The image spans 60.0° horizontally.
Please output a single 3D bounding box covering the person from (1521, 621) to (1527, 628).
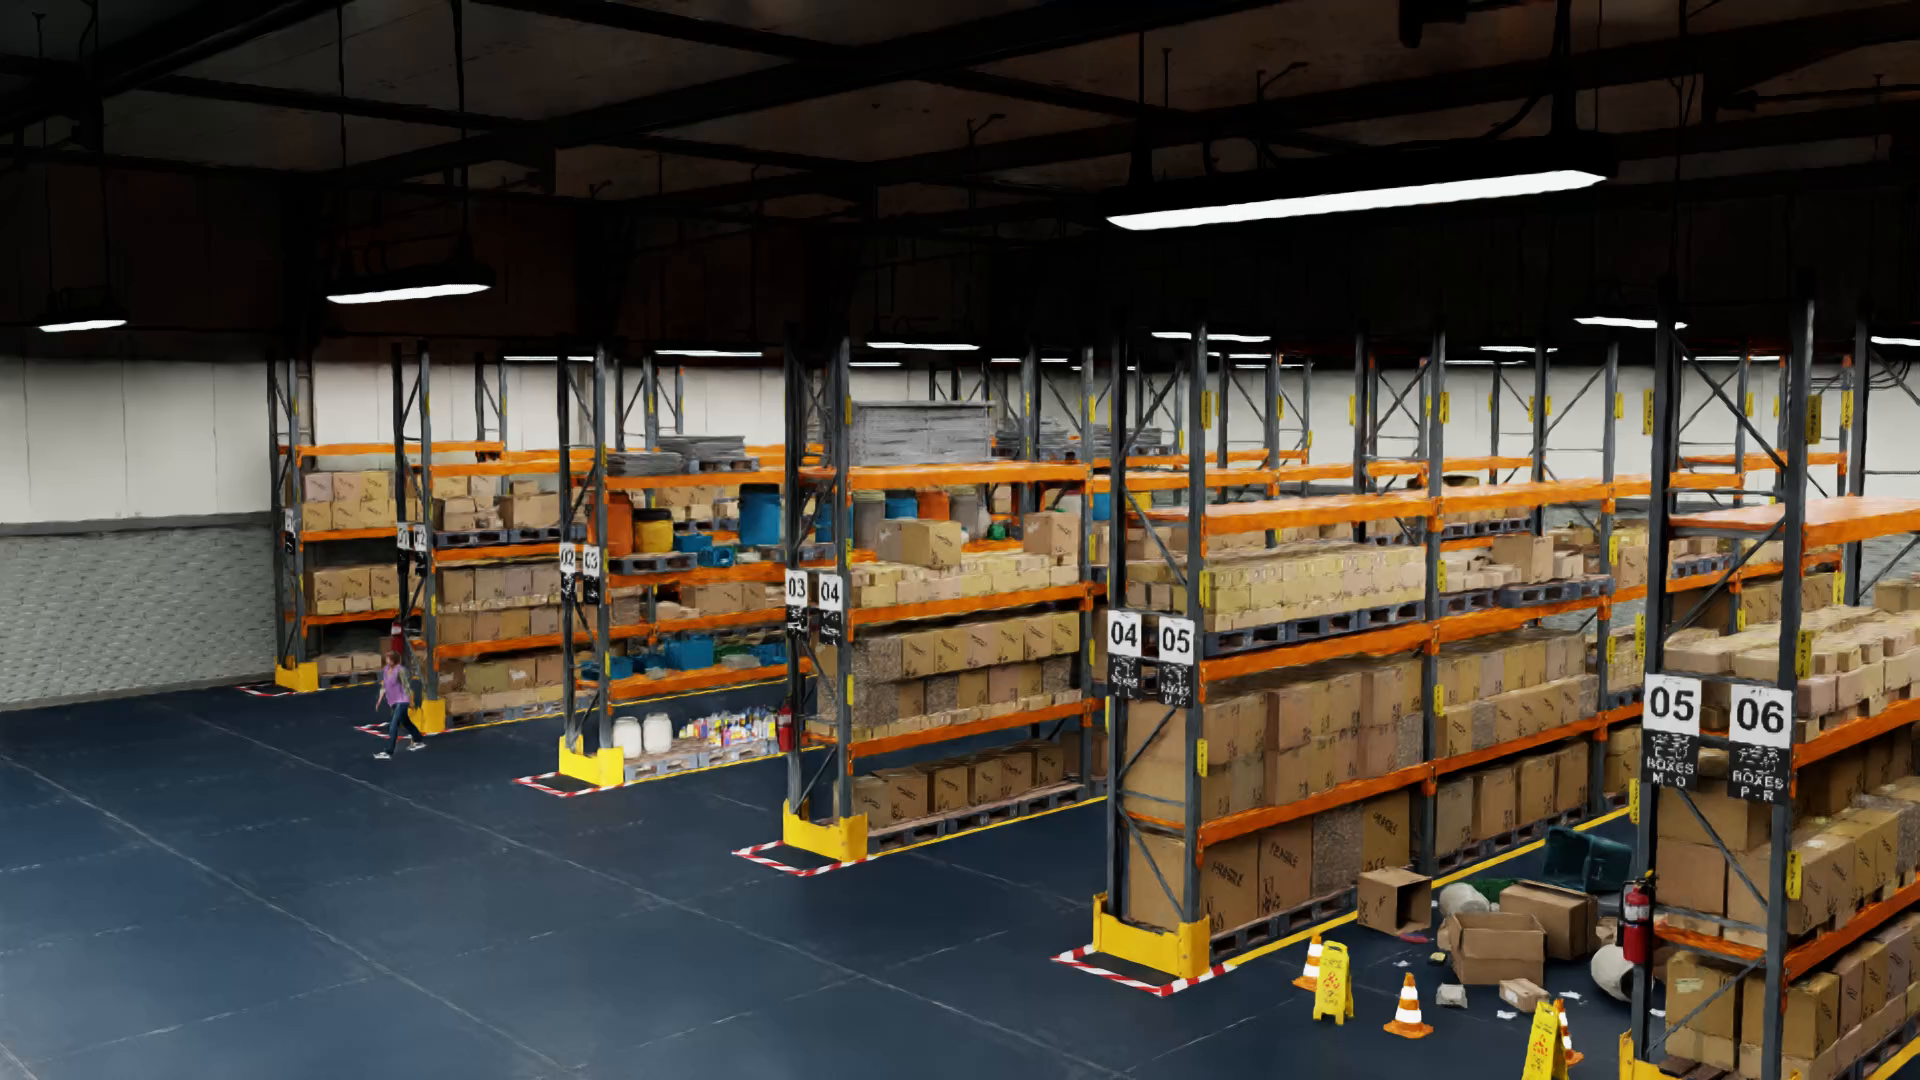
[{"bbox_3d":[9.061,2.072,26.498,0.598,1.617,0.503,5,7,43],"label":"person"}]

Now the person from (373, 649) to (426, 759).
[{"bbox_3d":[-8.078,2.324,23.845,0.412,1.533,0.955,4,6,38],"label":"person"}]
